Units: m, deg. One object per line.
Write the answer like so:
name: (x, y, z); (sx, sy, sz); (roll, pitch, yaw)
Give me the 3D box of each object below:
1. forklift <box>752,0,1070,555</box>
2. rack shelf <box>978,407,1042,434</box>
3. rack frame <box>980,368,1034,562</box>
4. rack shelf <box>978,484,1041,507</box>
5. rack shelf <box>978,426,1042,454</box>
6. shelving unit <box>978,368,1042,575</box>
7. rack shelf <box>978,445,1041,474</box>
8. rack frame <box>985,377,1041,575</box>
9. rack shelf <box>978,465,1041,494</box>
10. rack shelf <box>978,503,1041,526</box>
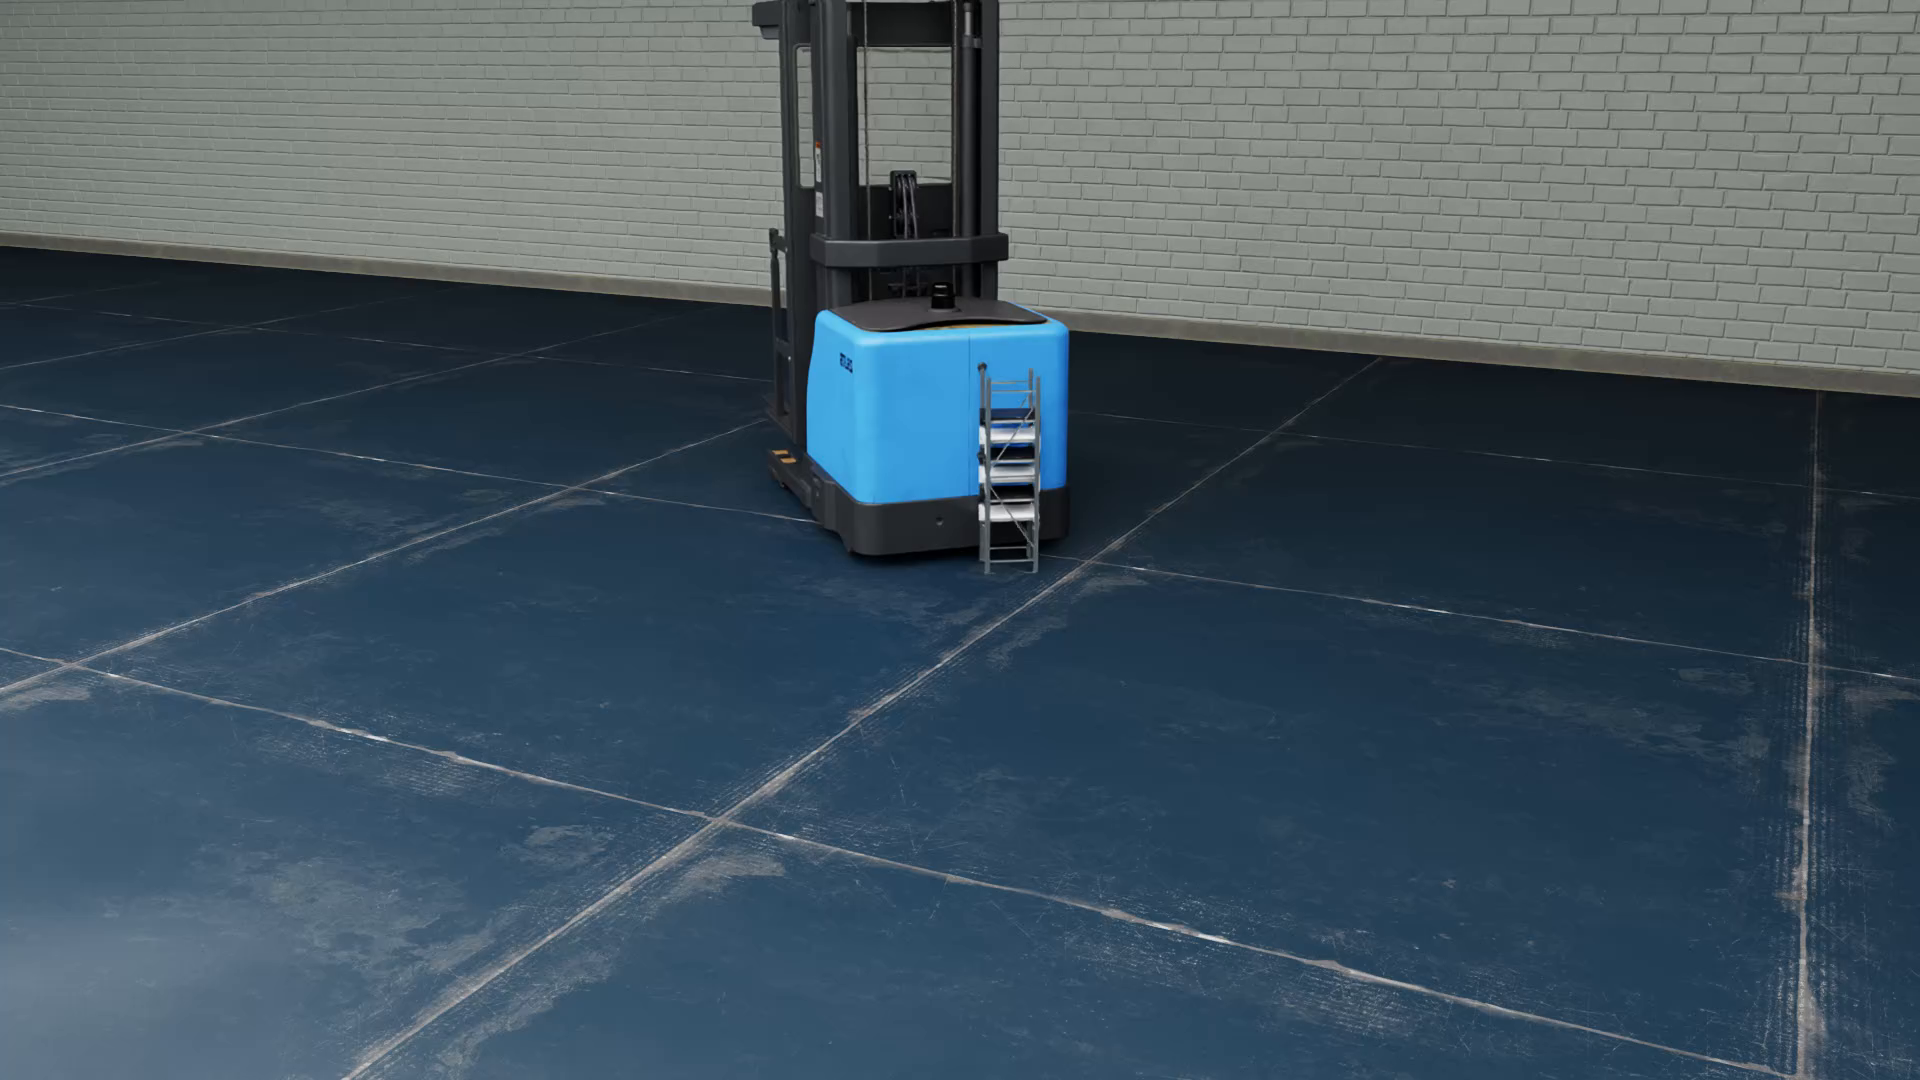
forklift: (-0.428, -1.714, 8.646); (1.130, 2.935, 3.031); (-5, 17, -17)
rack shelf: (0.222, -0.534, 7.410); (0.258, 0.077, 0.200); (-2, 17, -6)
rack frame: (0.210, -0.336, 7.574); (0.240, 0.900, 0.006); (-2, 17, -6)
rack shelf: (0.222, -0.189, 7.512); (0.258, 0.077, 0.200); (-2, 17, -6)
rack shelf: (0.222, -0.447, 7.435); (0.258, 0.077, 0.200); (-2, 17, -6)
shelving unit: (0.222, -0.307, 7.477); (0.258, 0.900, 0.210); (-2, 17, -6)
rack shelf: (0.222, -0.361, 7.461); (0.258, 0.077, 0.200); (-2, 17, -6)
rack frame: (0.233, -0.278, 7.380); (0.240, 0.900, 0.006); (-2, 17, -6)
rack shelf: (0.222, -0.275, 7.487); (0.258, 0.077, 0.200); (-2, 17, -6)
rack shelf: (0.222, -0.102, 7.538); (0.258, 0.077, 0.200); (-2, 17, -6)
